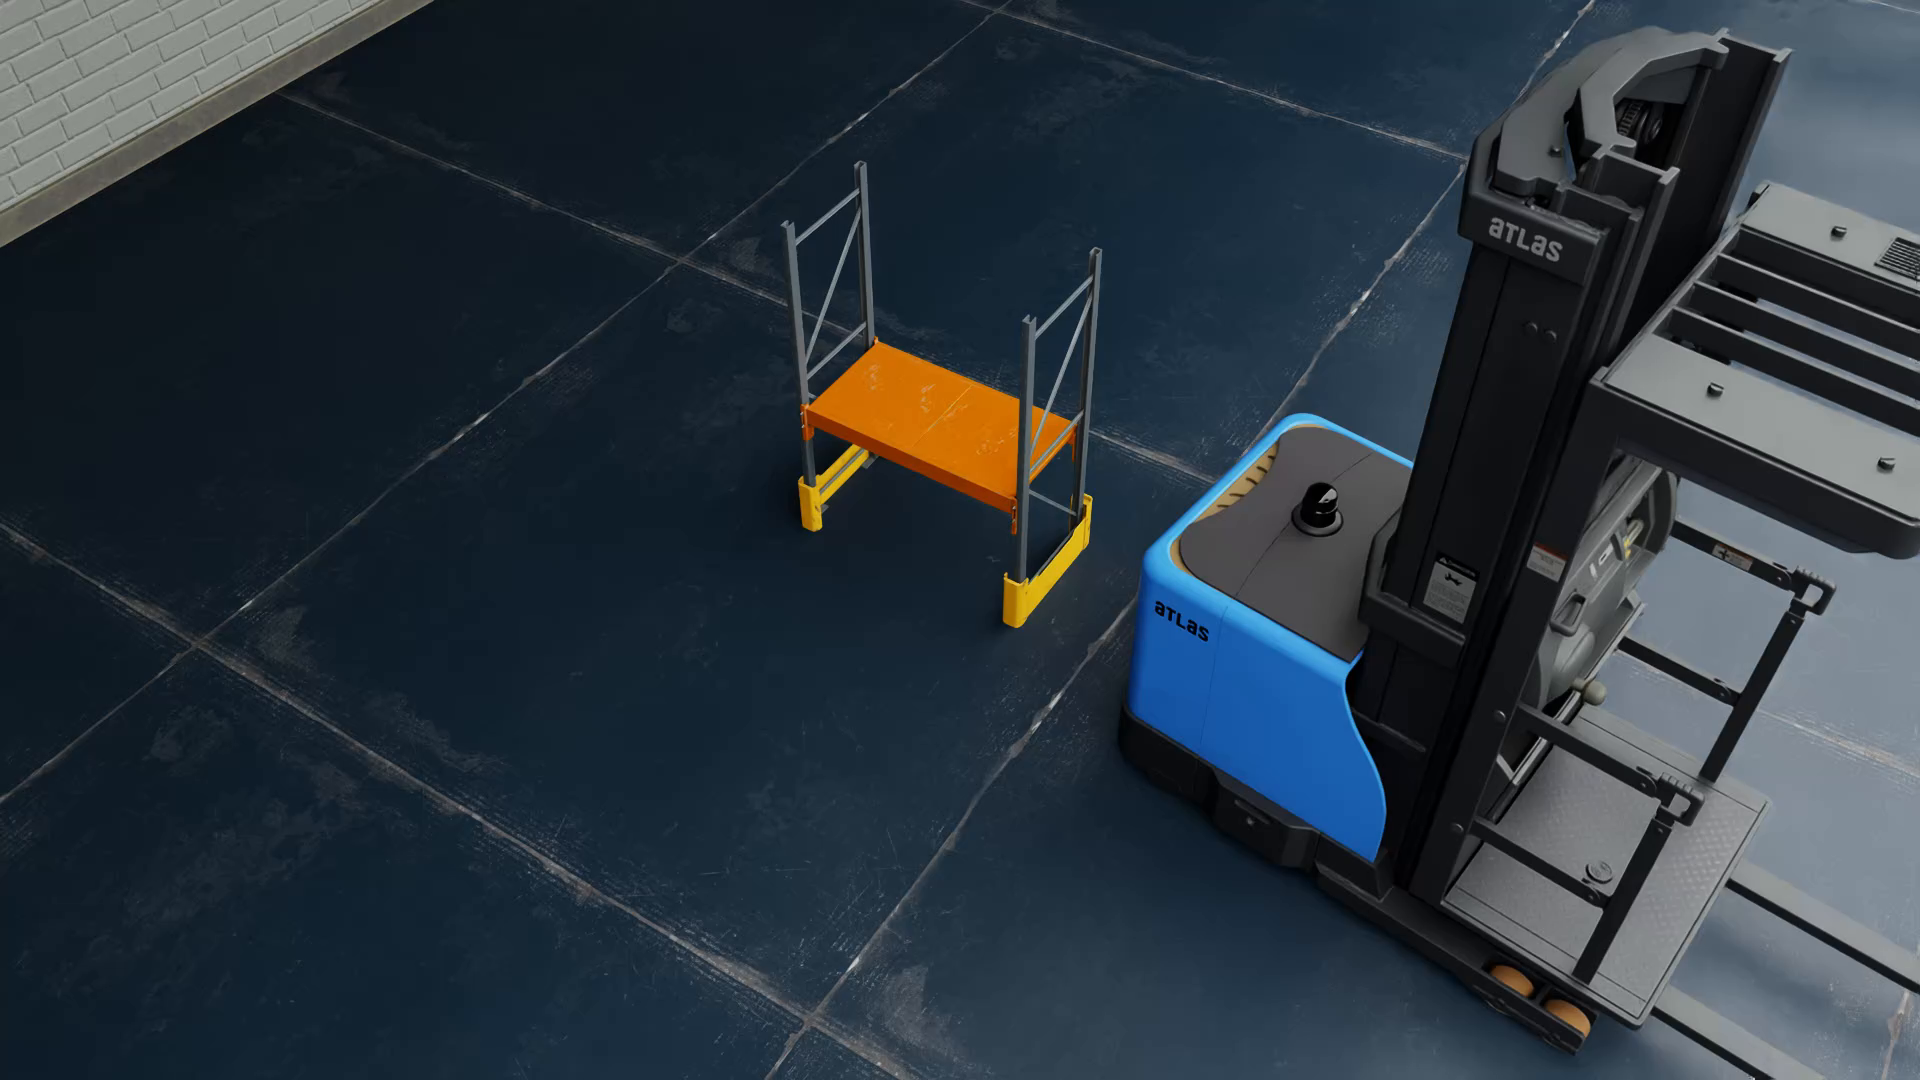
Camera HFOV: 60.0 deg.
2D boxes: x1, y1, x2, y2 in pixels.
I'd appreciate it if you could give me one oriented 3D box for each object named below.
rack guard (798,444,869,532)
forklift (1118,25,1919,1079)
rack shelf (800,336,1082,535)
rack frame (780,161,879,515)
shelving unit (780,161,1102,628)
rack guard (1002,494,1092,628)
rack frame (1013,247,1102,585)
[{"bbox_3d":[-0.483,-0.309,7.098,0.087,0.250,0.587,25,51,22],"label":"rack guard"},{"bbox_3d":[2.040,0.188,4.745,3.031,2.935,1.130,31,53,26],"label":"forklift"},{"bbox_3d":[-0.072,-0.430,6.595,1.000,0.185,0.538,25,51,22],"label":"rack shelf"},{"bbox_3d":[-0.500,-0.753,6.657,0.032,1.500,0.500,25,51,22],"label":"rack frame"},{"bbox_3d":[-0.064,-0.552,6.463,1.083,1.500,0.587,25,51,22],"label":"shelving unit"},{"bbox_3d":[0.355,0.076,6.724,0.087,0.250,0.587,25,51,22],"label":"rack guard"},{"bbox_3d":[0.356,-0.359,6.275,0.032,1.500,0.500,25,51,22],"label":"rack frame"}]
